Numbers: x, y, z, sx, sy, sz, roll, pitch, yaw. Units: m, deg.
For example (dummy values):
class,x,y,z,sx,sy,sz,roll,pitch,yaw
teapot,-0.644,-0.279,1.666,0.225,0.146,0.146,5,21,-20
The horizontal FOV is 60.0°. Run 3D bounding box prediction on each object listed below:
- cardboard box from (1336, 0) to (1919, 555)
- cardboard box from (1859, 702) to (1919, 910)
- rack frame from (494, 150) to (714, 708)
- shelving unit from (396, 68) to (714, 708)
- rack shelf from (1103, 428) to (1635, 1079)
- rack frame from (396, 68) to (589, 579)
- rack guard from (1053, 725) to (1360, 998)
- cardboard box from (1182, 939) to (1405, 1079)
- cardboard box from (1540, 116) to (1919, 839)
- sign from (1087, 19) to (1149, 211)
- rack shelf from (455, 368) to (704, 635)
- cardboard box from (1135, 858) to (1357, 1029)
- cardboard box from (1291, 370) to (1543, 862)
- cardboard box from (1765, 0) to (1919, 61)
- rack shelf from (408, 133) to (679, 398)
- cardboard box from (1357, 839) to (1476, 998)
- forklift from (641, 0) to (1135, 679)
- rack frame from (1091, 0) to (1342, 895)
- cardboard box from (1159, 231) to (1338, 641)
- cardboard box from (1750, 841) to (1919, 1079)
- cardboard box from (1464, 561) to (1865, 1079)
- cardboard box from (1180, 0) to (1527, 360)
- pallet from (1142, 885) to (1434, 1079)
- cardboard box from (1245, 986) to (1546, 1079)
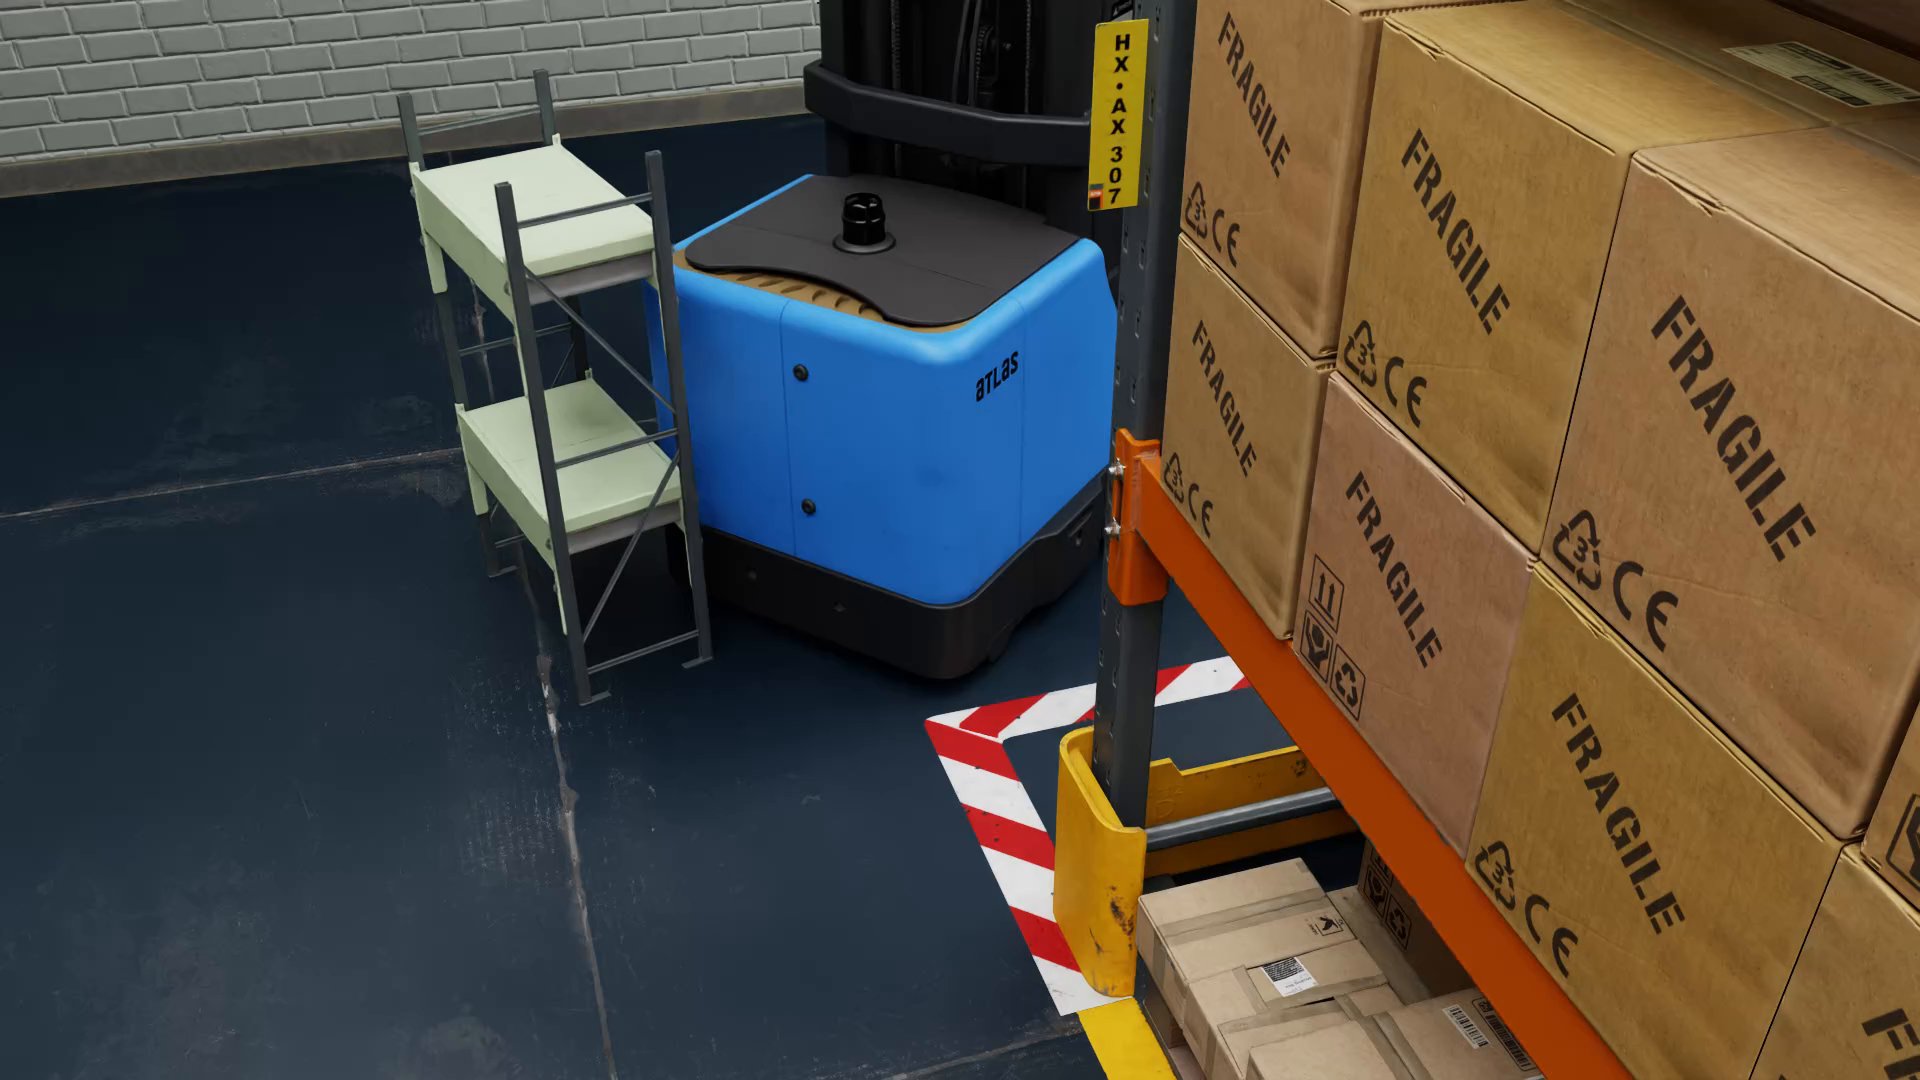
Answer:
class,x,y,z,sx,sy,sz,roll,pitch,yaw
cardboard box,0.839,-0.358,2.074,0.500,0.500,0.500,-10,35,-14
cardboard box,1.143,0.172,1.272,0.500,0.500,0.500,-10,35,-15
rack frame,-0.875,-0.230,4.237,0.400,1.500,0.023,-19,38,-27
shelving unit,-1.073,-0.400,4.494,0.431,1.500,0.755,-19,38,-27
rack shelf,1.398,0.900,1.819,1.077,0.370,4.000,-10,35,-15
rack frame,-1.270,-0.570,4.752,0.400,1.500,0.023,-19,38,-27
rack guard,0.811,0.633,3.839,1.175,0.500,0.348,-10,35,-15
cardboard box,0.665,0.957,3.251,0.380,0.166,0.250,-10,35,-15
cardboard box,0.987,-0.095,1.675,0.500,0.500,0.500,-10,35,-14
sign,0.271,-0.720,2.833,0.100,0.325,0.005,-10,35,-15
rack shelf,-1.073,-0.128,4.674,0.431,0.370,0.720,-19,38,-27
cardboard box,0.588,0.834,3.455,0.380,0.149,0.250,-10,35,-15
cardboard box,0.835,0.056,2.354,0.500,0.500,0.500,-10,35,-15
cardboard box,1.340,-0.456,2.222,0.500,0.500,0.500,-9,35,-13
rack shelf,-1.073,-0.725,4.279,0.431,0.370,0.720,-19,38,-27
cardboard box,1.188,0.653,3.409,0.500,0.500,0.500,-10,35,-15
forklift,0.321,-1.623,5.048,1.130,2.935,3.031,18,38,26
rack frame,0.788,-0.450,3.210,1.000,3.000,0.127,-10,35,-15
cardboard box,0.672,-0.214,2.763,0.500,0.500,0.500,-9,35,-14
cardboard box,1.136,0.582,1.557,0.500,0.500,0.500,-10,35,-14
cardboard box,0.985,0.320,1.955,0.500,0.500,0.500,-10,35,-15
cardboard box,0.672,-0.632,2.487,0.500,0.500,0.500,-9,35,-13
pallet,1.055,1.172,3.285,1.003,0.211,1.213,-10,35,-15
cardboard box,0.836,1.109,2.945,0.500,0.250,0.500,-10,35,-15
